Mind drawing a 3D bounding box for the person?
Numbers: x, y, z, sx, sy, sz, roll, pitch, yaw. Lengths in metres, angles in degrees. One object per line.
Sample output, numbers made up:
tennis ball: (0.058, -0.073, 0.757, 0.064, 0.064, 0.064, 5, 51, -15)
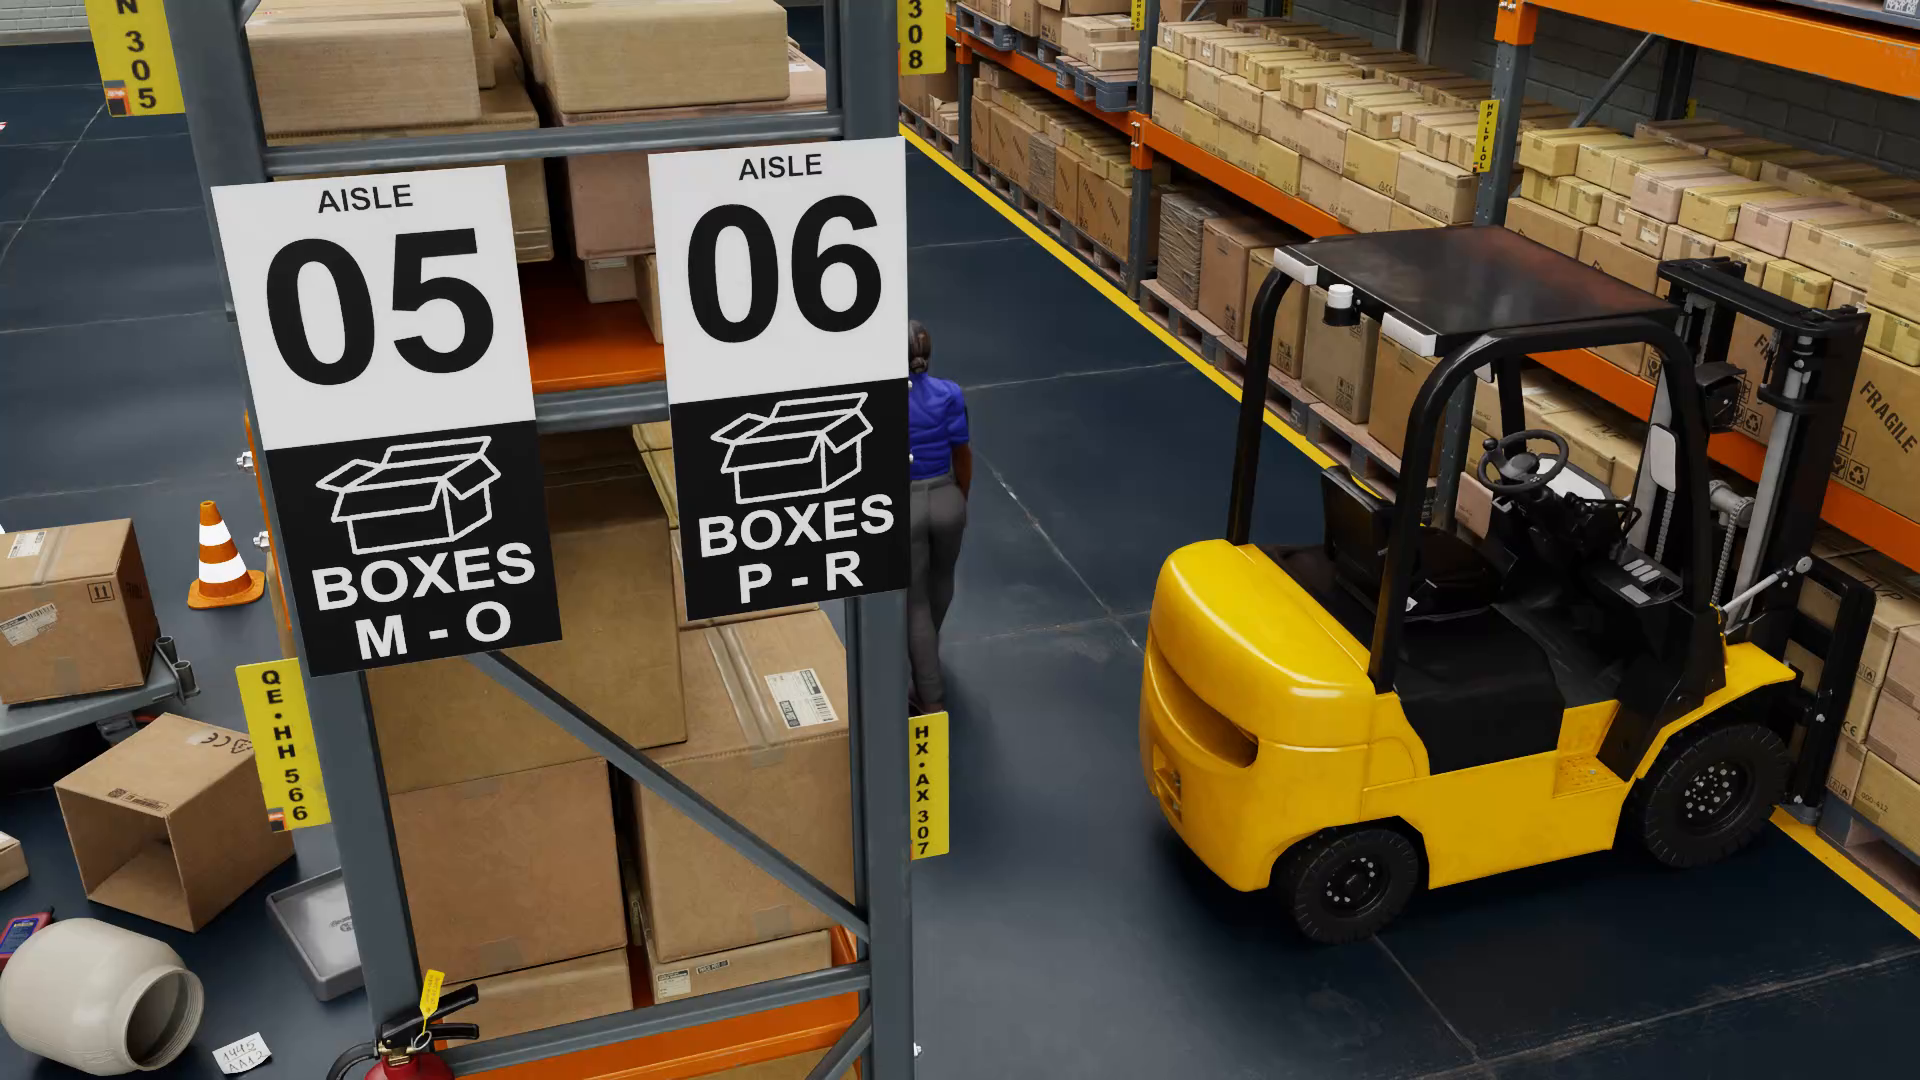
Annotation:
person: (-0.215, -0.151, 6.919, 0.468, 1.626, 0.852, -9, 28, -17)
